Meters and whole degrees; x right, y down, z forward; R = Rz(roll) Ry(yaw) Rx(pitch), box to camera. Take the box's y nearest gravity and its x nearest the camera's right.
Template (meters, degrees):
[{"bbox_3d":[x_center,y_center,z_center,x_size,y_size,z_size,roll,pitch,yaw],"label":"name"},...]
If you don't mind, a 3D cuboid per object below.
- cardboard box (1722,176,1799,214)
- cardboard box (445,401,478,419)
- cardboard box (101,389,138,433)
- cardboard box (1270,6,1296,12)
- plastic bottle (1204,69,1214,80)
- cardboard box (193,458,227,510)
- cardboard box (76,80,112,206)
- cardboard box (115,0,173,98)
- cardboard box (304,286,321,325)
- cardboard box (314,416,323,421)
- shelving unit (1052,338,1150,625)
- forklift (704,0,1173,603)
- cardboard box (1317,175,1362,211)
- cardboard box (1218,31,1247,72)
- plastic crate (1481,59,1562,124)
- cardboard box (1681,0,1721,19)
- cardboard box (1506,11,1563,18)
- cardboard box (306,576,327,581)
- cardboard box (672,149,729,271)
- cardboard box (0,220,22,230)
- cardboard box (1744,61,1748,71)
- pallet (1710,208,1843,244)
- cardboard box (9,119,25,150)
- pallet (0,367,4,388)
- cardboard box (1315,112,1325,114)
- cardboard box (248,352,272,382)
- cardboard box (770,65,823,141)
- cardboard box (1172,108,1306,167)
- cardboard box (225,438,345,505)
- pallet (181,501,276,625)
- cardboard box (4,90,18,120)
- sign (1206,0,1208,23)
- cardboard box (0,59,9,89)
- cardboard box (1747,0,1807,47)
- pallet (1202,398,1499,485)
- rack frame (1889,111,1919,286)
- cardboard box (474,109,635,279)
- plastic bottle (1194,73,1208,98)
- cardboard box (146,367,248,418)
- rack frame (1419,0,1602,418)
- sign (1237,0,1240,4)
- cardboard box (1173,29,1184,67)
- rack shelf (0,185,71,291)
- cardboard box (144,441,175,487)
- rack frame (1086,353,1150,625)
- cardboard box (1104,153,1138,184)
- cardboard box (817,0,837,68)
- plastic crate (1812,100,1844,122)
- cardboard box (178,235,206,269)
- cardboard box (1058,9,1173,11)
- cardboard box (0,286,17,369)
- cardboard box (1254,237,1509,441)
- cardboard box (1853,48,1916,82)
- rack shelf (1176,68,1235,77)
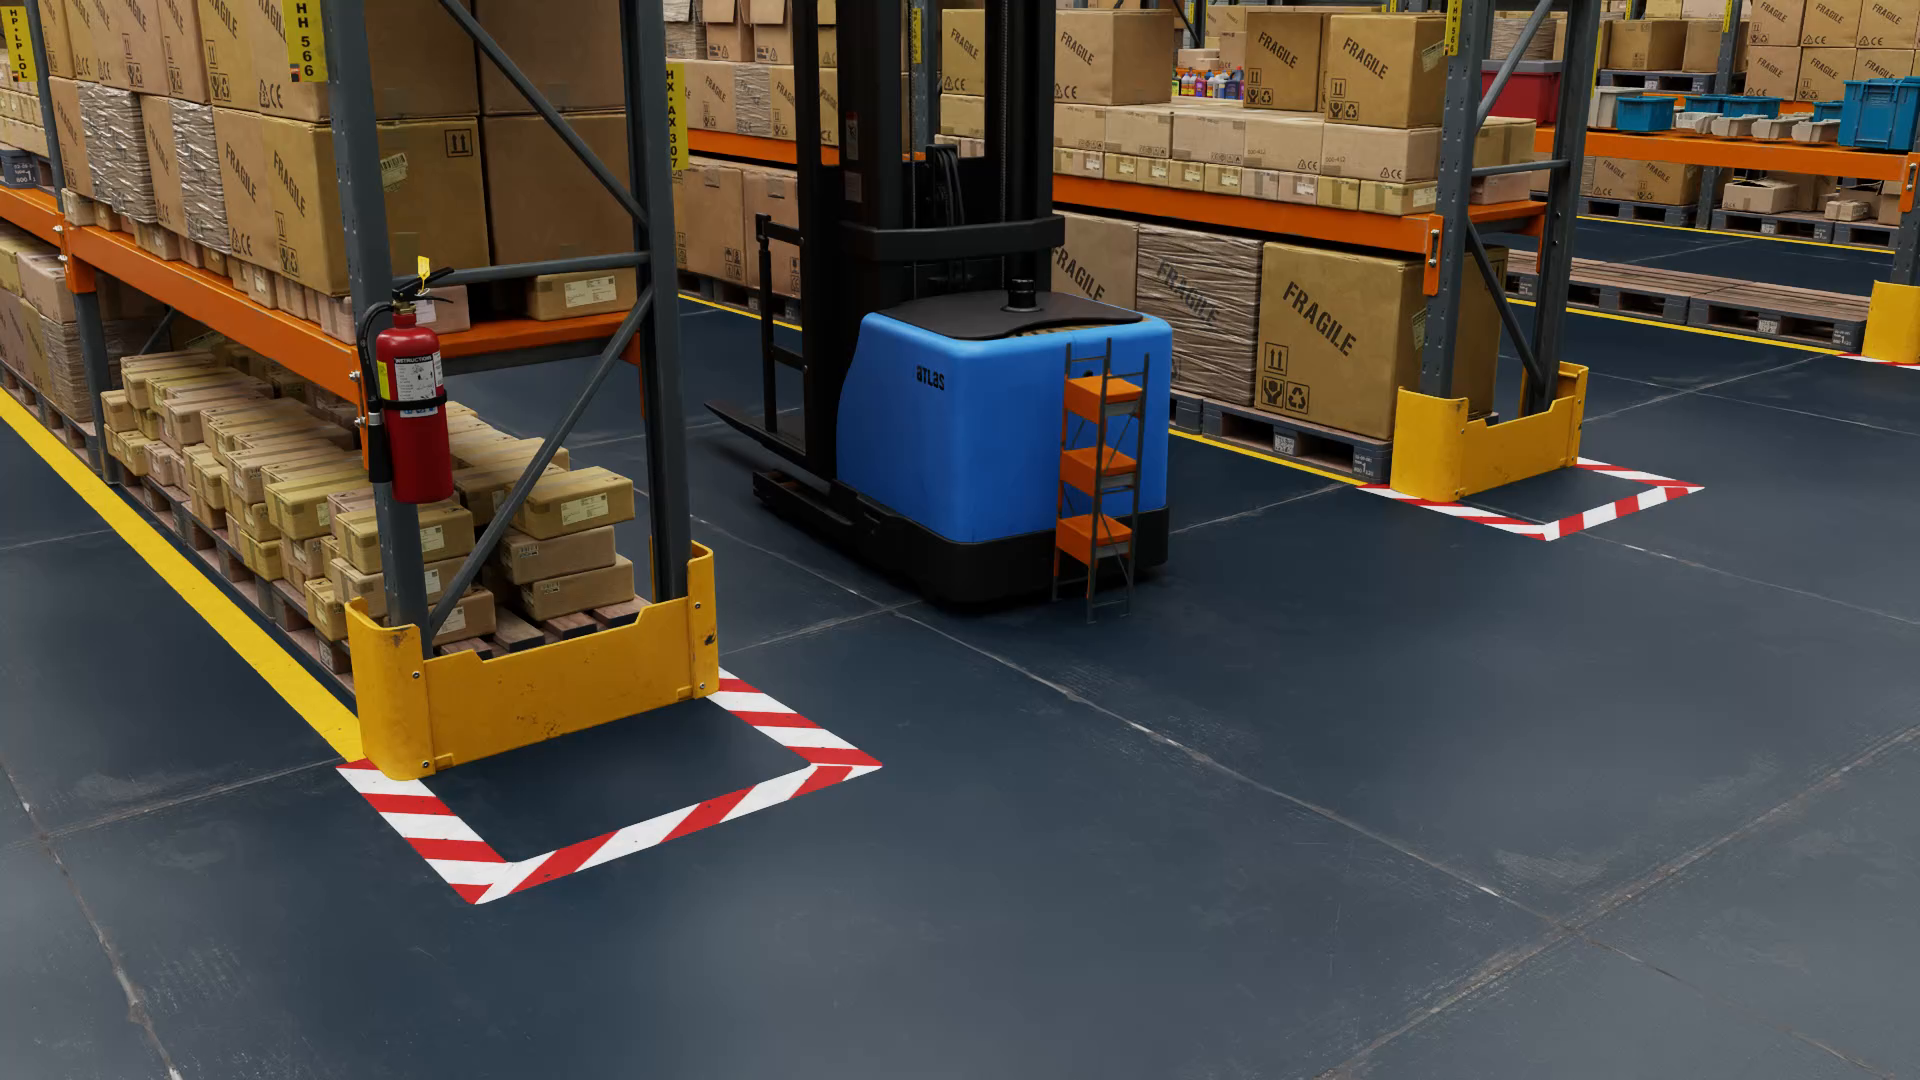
[{"bbox_3d":[7.997,-3.459,16.613,0.500,0.311,0.500,-14,23,-36],"label":"cardboard box"},{"bbox_3d":[-2.221,-0.455,6.885,0.380,0.149,0.250,-14,23,-35],"label":"cardboard box"},{"bbox_3d":[-3.838,-0.632,7.892,0.380,0.149,0.250,-13,22,-34],"label":"cardboard box"},{"bbox_3d":[5.342,-8.337,26.784,0.500,0.500,0.500,-13,22,-34],"label":"cardboard box"},{"bbox_3d":[2.444,-4.477,16.317,0.097,0.271,0.097,0,18,0],"label":"plastic bottle"},{"bbox_3d":[-2.874,-0.254,6.752,0.380,0.149,0.250,-14,23,-36],"label":"cardboard box"},{"bbox_3d":[-3.390,-1.693,7.072,0.500,0.500,0.500,-14,23,-36],"label":"cardboard box"},{"bbox_3d":[-2.784,-1.919,6.163,0.500,0.500,0.500,-15,23,-38],"label":"cardboard box"},{"bbox_3d":[-1.878,-0.785,5.361,0.380,0.149,0.250,-14,23,-36],"label":"cardboard box"},{"bbox_3d":[-2.758,-0.501,7.498,0.380,0.149,0.250,-13,23,-35],"label":"cardboard box"},{"bbox_3d":[0.529,-0.220,6.334,0.215,1.050,0.252,-10,25,-28],"label":"shelving unit"},{"bbox_3d":[-0.318,-1.562,7.418,1.130,2.935,3.031,-10,21,-29],"label":"forklift"},{"bbox_3d":[1.980,-1.722,8.190,0.380,0.149,0.250,-14,23,-36],"label":"cardboard box"},{"bbox_3d":[3.730,-6.368,21.664,0.500,0.500,0.500,-12,22,-32],"label":"cardboard box"},{"bbox_3d":[4.378,-3.496,12.951,0.402,0.464,0.583,-14,23,-36],"label":"plastic crate"},{"bbox_3d":[9.717,-6.885,21.526,0.500,0.250,0.500,-14,23,-37],"label":"cardboard box"},{"bbox_3d":[8.213,-7.298,23.772,0.700,0.500,0.500,-14,23,-36],"label":"cardboard box"},{"bbox_3d":[-2.155,0.129,6.069,0.380,0.149,0.250,-14,23,-36],"label":"cardboard box"},{"bbox_3d":[-1.933,-2.742,13.582,1.225,0.875,0.875,-15,24,-39],"label":"cardboard box"},{"bbox_3d":[-5.743,-1.809,10.168,0.500,0.250,0.500,-14,23,-37],"label":"cardboard box"},{"bbox_3d":[10.147,-6.078,21.313,0.380,0.149,0.250,-14,23,-35],"label":"cardboard box"},{"bbox_3d":[8.332,-3.179,16.627,1.003,0.211,1.213,-14,23,-36],"label":"pallet"},{"bbox_3d":[-4.862,-2.191,8.938,0.380,0.149,0.250,-15,24,-38],"label":"cardboard box"},{"bbox_3d":[-5.812,-1.265,10.848,1.003,0.211,1.213,-14,23,-36],"label":"pallet"},{"bbox_3d":[2.207,-2.122,8.763,0.500,0.250,0.500,-14,23,-37],"label":"cardboard box"},{"bbox_3d":[-3.198,-0.833,8.026,0.380,0.149,0.250,-14,23,-35],"label":"cardboard box"},{"bbox_3d":[-0.998,-3.100,11.792,0.500,0.500,0.500,-14,23,-37],"label":"cardboard box"},{"bbox_3d":[1.482,-2.142,8.824,0.500,0.250,0.500,-15,23,-38],"label":"cardboard box"},{"bbox_3d":[-2.549,-0.264,6.308,0.380,0.149,0.250,-13,22,-34],"label":"cardboard box"},{"bbox_3d":[-2.606,-0.013,7.066,1.003,0.211,1.213,-14,23,-36],"label":"pallet"},{"bbox_3d":[-4.865,-2.334,8.899,0.380,0.149,0.250,-15,24,-39],"label":"cardboard box"},{"bbox_3d":[3.358,-7.264,22.811,0.100,0.325,0.005,-14,23,-36],"label":"sign"},{"bbox_3d":[-5.024,-2.541,9.049,0.380,0.149,0.250,-15,24,-39],"label":"cardboard box"},{"bbox_3d":[7.978,-5.023,16.010,0.500,0.500,0.500,-13,22,-35],"label":"cardboard box"},{"bbox_3d":[2.064,-0.612,8.874,1.003,0.211,1.213,-14,23,-36],"label":"pallet"},{"bbox_3d":[6.504,-2.720,10.806,1.000,3.000,0.127,-14,23,-36],"label":"rack frame"},{"bbox_3d":[-1.391,-1.164,5.473,0.500,0.500,0.500,-13,22,-34],"label":"cardboard box"},{"bbox_3d":[2.234,-4.173,15.379,0.061,0.283,0.133,-14,23,-36],"label":"plastic bottle"},{"bbox_3d":[-3.441,-0.667,7.526,0.380,0.149,0.250,-14,23,-37],"label":"cardboard box"},{"bbox_3d":[2.622,-1.754,7.887,1.000,3.000,0.127,-14,23,-36],"label":"rack frame"},{"bbox_3d":[4.784,-9.400,28.633,0.100,0.325,0.005,-14,23,-36],"label":"sign"},{"bbox_3d":[2.658,-6.799,22.964,0.700,0.500,0.500,-15,23,-38],"label":"cardboard box"},{"bbox_3d":[-5.055,-1.948,9.617,1.077,0.370,4.000,-14,23,-36],"label":"rack shelf"},{"bbox_3d":[-3.478,-0.373,7.585,0.380,0.149,0.250,-14,23,-36],"label":"cardboard box"},{"bbox_3d":[0.590,-0.180,6.236,0.200,1.050,0.008,-10,25,-28],"label":"rack frame"},{"bbox_3d":[1.030,-2.099,9.328,0.380,0.149,0.250,-15,23,-38],"label":"cardboard box"},{"bbox_3d":[-0.682,-3.590,11.678,0.797,0.503,0.637,-14,23,-36],"label":"cardboard box"},{"bbox_3d":[6.200,-2.957,11.691,0.416,0.233,0.300,-14,23,-36],"label":"plastic crate"},{"bbox_3d":[-2.835,-1.171,6.528,0.380,0.149,0.250,-13,22,-34],"label":"cardboard box"},{"bbox_3d":[0.941,-2.980,10.163,0.500,0.500,0.500,-14,23,-36],"label":"cardboard box"},{"bbox_3d":[-5.420,-1.322,9.891,0.500,0.500,0.500,-15,23,-37],"label":"cardboard box"},{"bbox_3d":[2.162,-1.087,8.584,0.875,0.875,0.875,-14,23,-36],"label":"cardboard box"},{"bbox_3d":[8.638,-4.291,15.391,0.500,0.500,0.500,-14,23,-36],"label":"cardboard box"},{"bbox_3d":[4.181,-5.809,21.278,1.077,0.370,4.000,-14,23,-36],"label":"rack shelf"}]
